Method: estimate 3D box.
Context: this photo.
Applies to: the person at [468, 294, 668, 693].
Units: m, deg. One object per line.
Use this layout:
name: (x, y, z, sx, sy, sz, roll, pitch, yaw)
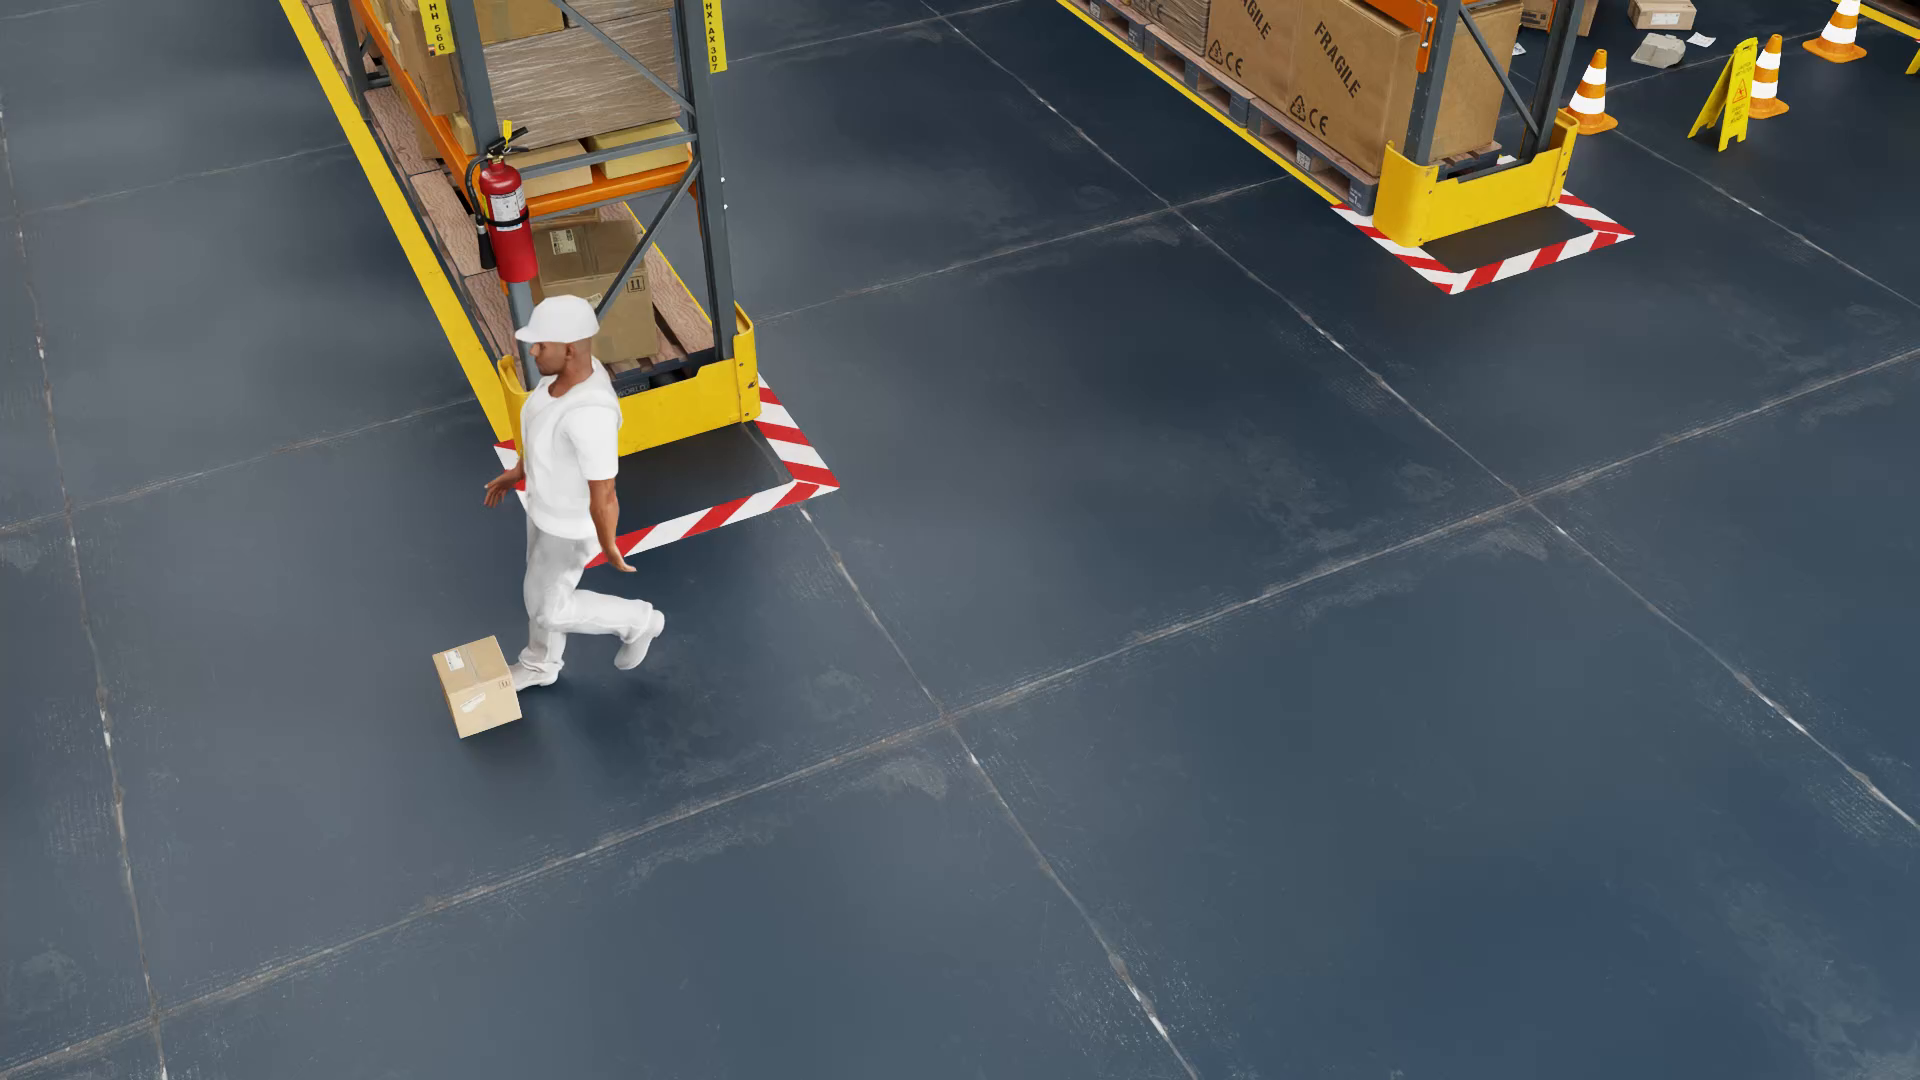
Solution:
person: (-1.566, -0.099, 6.267, 0.762, 1.724, 0.634, -15, 43, -16)
